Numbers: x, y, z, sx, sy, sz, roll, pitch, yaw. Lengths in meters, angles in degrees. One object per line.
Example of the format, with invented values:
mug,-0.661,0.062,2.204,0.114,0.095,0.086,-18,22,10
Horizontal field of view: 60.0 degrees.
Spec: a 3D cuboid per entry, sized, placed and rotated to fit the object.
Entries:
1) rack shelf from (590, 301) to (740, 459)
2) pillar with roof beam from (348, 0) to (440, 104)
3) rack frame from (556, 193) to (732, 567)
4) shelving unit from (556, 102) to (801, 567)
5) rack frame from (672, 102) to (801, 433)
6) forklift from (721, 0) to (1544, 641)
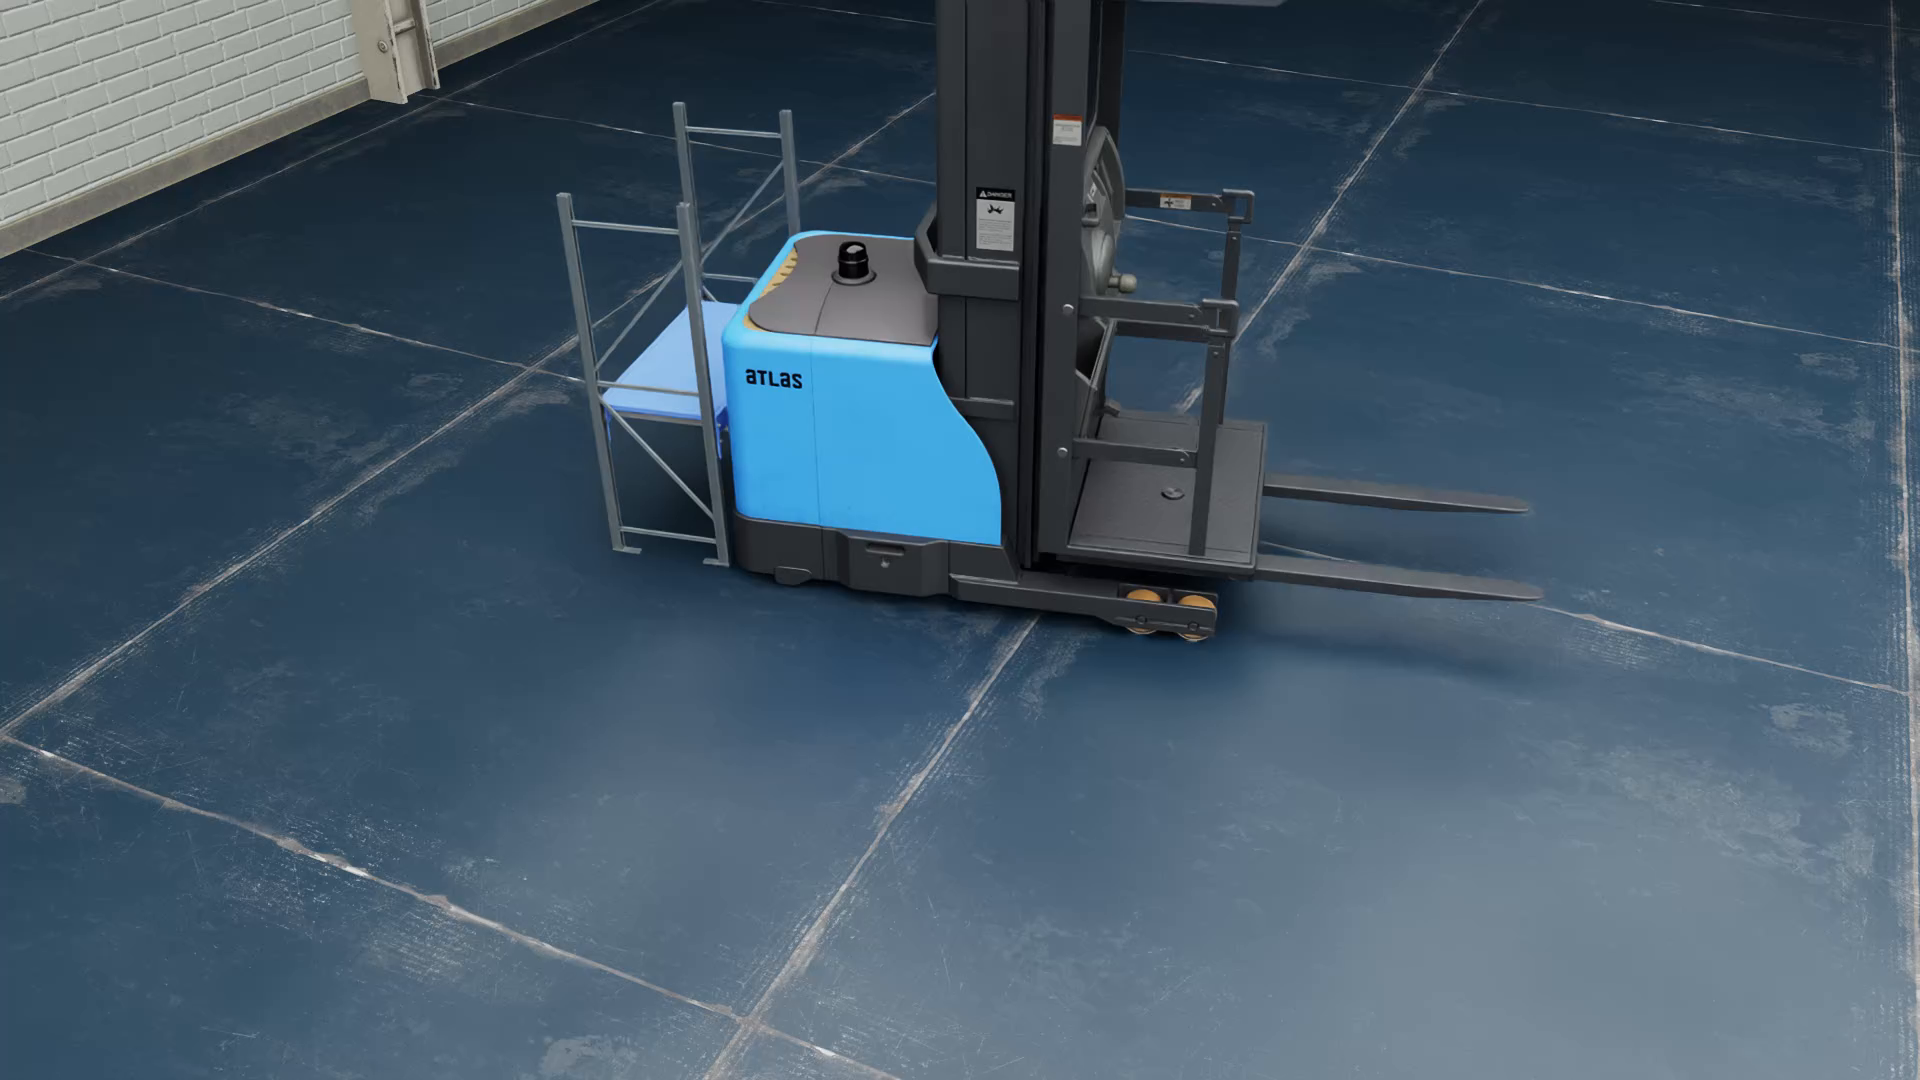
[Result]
rack shelf,-1.027,-0.680,6.737,0.538,0.185,1.000,7,34,13
pillar with roof beam,0.085,-5.856,7.474,9.100,9.000,0.400,14,36,20
rack frame,-1.165,-0.563,6.229,0.500,1.500,0.032,7,34,13
shelving unit,-1.031,-0.831,6.640,0.538,1.500,1.048,7,34,13
rack frame,-0.897,-1.100,7.050,0.500,1.500,0.032,7,34,13
forklift,0.694,-1.170,5.862,3.031,2.935,1.130,6,34,9
